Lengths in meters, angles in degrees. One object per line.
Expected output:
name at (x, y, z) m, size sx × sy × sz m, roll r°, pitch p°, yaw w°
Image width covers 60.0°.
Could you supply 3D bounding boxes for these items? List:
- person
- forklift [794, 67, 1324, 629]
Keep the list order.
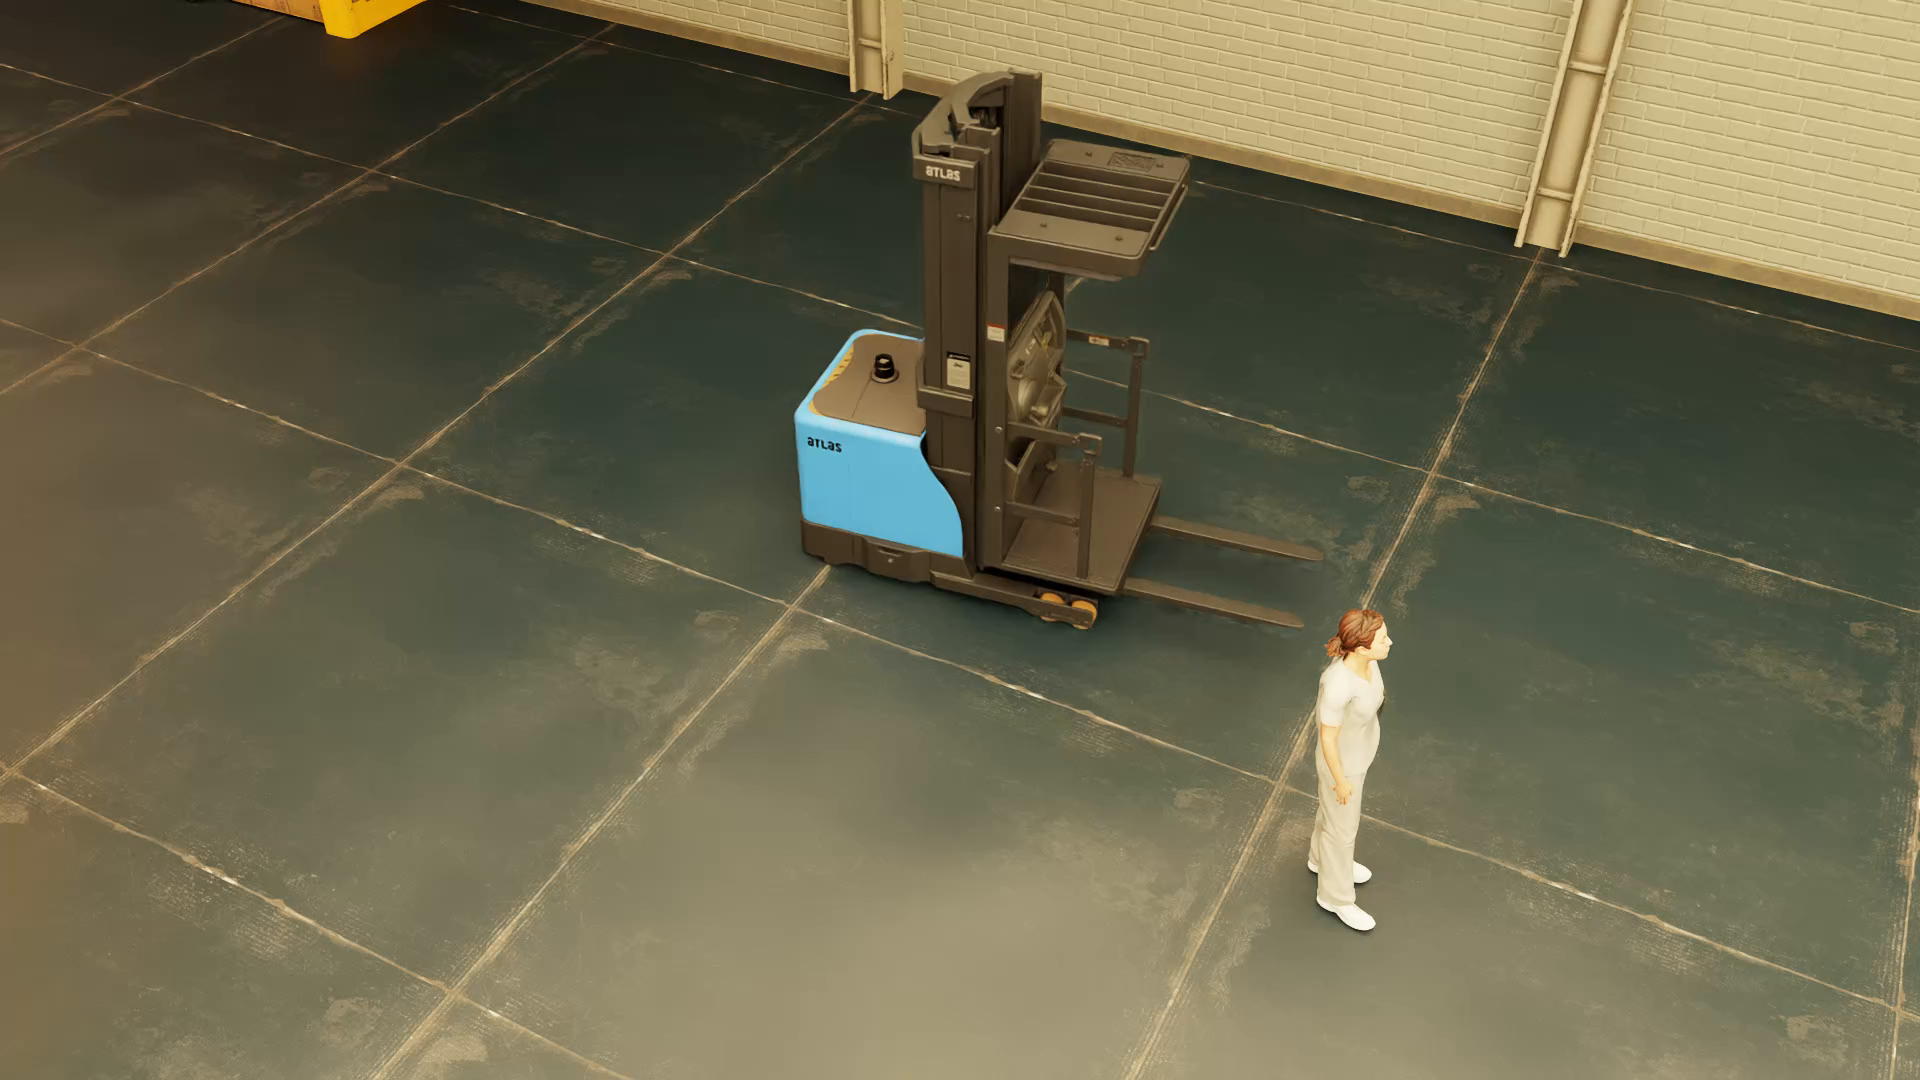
person at (1.863, 1.024, 7.733) m, size 0.549 × 1.674 × 0.549 m, roll 19°, pitch 44°, yaw 21°
forklift at (0.609, -0.993, 9.165) m, size 3.031 × 2.935 × 1.130 m, roll 13°, pitch 42°, yaw 15°
